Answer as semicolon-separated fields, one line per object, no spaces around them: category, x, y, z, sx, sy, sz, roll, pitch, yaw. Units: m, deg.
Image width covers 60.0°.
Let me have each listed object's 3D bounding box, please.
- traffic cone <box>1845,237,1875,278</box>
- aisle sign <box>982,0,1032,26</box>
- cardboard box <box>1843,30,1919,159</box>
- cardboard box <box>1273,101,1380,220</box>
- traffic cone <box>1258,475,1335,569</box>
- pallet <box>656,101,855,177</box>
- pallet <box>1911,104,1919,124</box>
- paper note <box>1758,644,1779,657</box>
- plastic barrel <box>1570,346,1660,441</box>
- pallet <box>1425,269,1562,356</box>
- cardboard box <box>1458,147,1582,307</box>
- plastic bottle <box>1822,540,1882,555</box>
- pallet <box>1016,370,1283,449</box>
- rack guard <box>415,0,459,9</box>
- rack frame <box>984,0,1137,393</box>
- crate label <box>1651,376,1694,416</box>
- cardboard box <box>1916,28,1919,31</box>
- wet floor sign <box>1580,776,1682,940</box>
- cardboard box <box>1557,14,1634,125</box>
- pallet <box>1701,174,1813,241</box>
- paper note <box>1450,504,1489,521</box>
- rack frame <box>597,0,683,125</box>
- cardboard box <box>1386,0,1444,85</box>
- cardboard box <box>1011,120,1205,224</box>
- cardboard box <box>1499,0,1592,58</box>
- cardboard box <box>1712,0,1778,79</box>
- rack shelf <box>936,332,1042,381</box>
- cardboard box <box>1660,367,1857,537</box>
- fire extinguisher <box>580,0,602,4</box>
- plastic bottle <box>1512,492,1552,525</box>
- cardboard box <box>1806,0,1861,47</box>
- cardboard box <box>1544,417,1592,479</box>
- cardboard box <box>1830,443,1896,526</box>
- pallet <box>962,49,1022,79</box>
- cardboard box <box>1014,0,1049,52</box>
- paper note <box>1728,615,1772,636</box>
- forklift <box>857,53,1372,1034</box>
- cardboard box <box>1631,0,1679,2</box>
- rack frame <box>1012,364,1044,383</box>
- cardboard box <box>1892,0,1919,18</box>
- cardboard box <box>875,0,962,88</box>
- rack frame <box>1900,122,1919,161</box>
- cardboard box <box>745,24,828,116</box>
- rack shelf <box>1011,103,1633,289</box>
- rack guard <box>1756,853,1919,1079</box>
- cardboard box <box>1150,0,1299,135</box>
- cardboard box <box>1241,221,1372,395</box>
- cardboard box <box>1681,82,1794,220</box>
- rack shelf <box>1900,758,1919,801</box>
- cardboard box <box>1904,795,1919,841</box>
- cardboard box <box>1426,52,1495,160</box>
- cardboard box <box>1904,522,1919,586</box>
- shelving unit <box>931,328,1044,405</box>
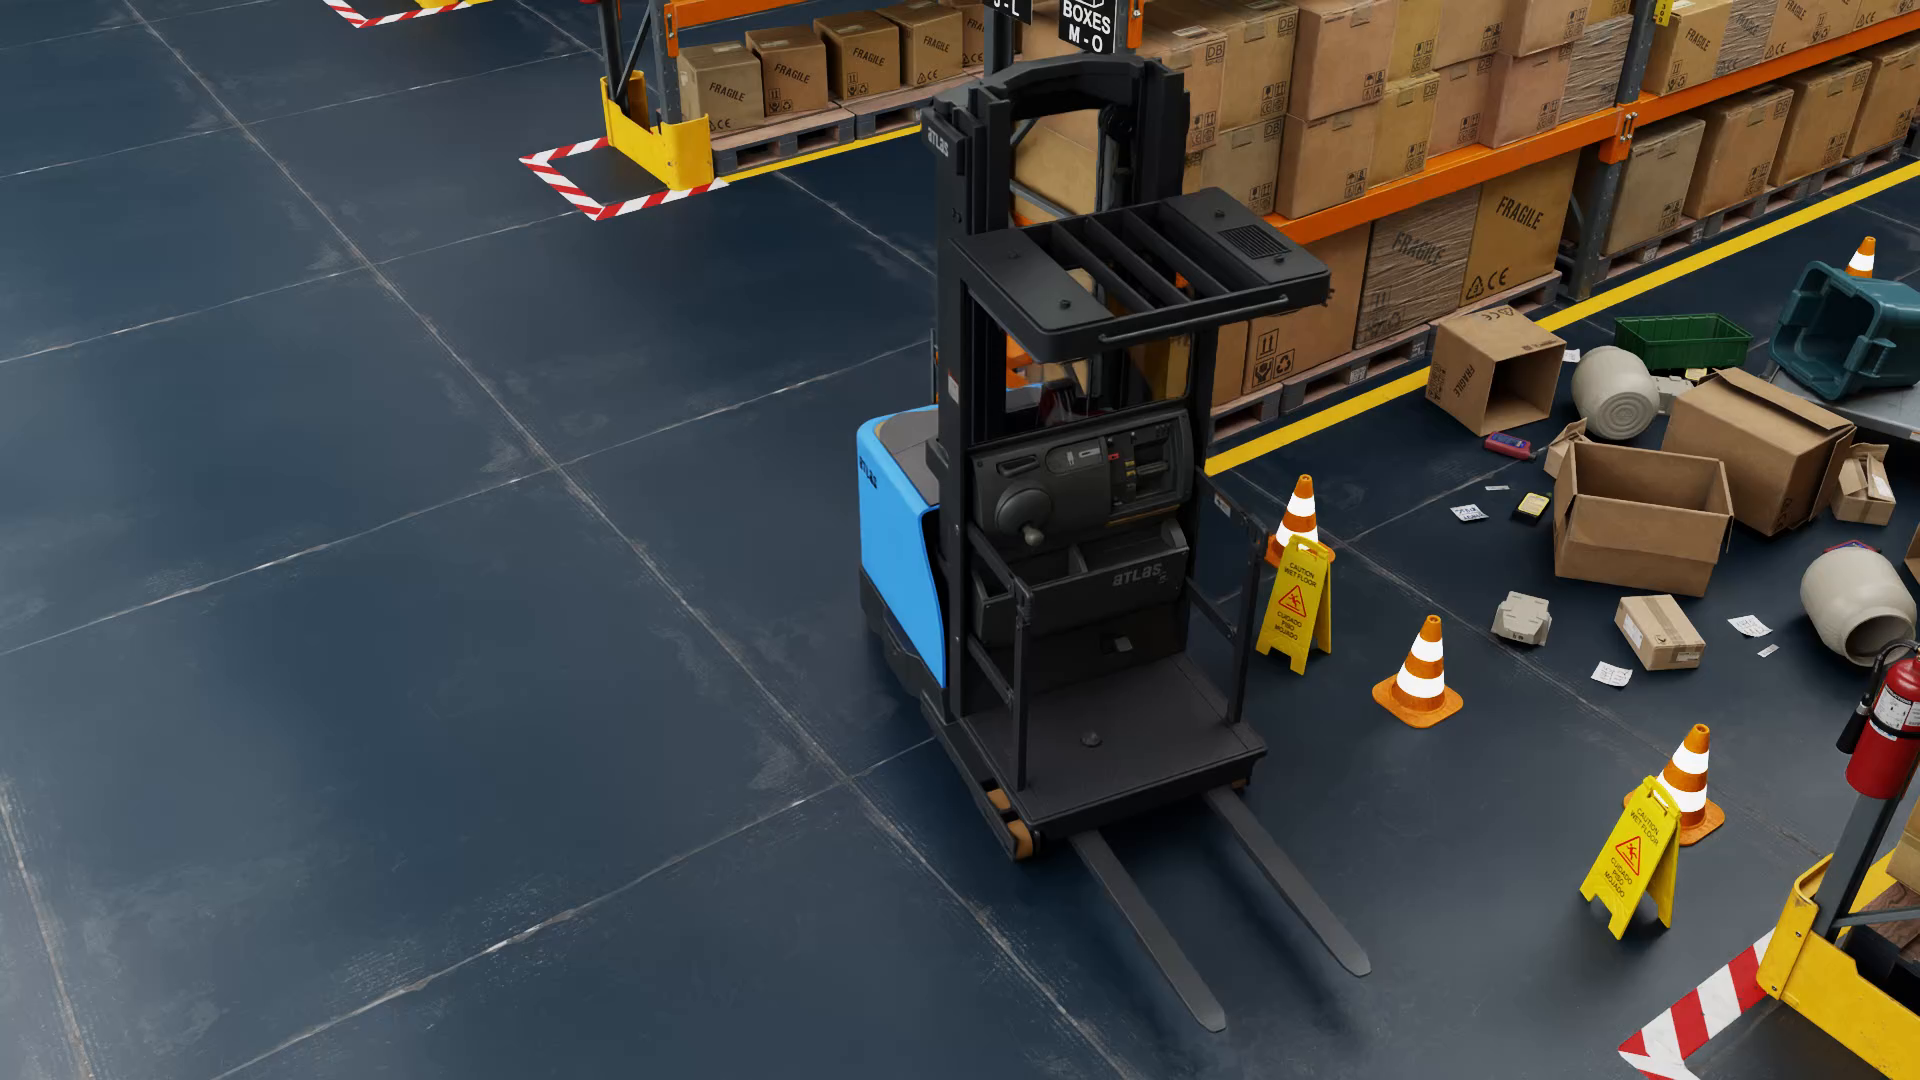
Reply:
traffic cone;5.688;-1.693;10.522;0.334;0.463;0.336;-22;41;-28
aisle sign;0.221;-2.822;7.692;0.004;0.787;0.394;-22;41;-28
cardboard box;6.442;-3.434;12.336;0.750;0.750;1.050;-23;42;-28
cardboard box;1.696;-2.179;8.895;0.550;0.550;0.875;-22;41;-28
traffic cone;1.704;-0.119;8.332;0.334;0.463;0.336;-22;41;-28
pallet;-1.576;-3.199;12.830;1.213;0.211;1.003;-22;41;-28
pallet;7.631;-3.468;13.205;1.213;0.211;1.003;-22;41;-28
paper note;3.808;0.521;7.830;0.123;0.001;0.032;-22;41;-28
plastic barrel;3.678;-0.833;9.360;0.421;0.421;0.512;3;36;4
pallet;3.055;-1.642;10.666;1.213;0.211;1.003;-22;41;-28
cardboard box;3.167;-2.123;10.406;0.875;0.875;0.875;-22;41;-27
plastic bottle;4.521;0.067;8.417;0.283;0.061;0.133;-15;38;-20
pallet;1.061;-0.822;9.525;1.213;0.211;1.003;-22;41;-28
rack guard;-5.141;-5.446;15.707;0.348;0.500;1.175;-22;41;-28
rack frame;0.452;-1.648;8.285;0.127;3.000;1.000;-22;41;-28
crate label;4.098;-0.841;9.616;0.298;0.136;0.250;9;37;12
cardboard box;7.399;-4.154;12.909;0.500;0.250;0.500;-23;42;-29
wet floor sign;2.615;1.190;6.356;0.232;0.644;0.267;-9;37;-12
cardboard box;3.427;-2.924;9.932;0.550;0.550;0.875;-22;41;-28
pallet;5.307;-2.569;11.955;1.213;0.211;1.003;-22;41;-28
paper note;2.678;-0.145;8.740;0.142;0.017;0.144;-9;37;-12
rack frame;-2.323;-4.049;11.624;0.127;3.000;1.000;-22;41;-28
cardboard box;2.068;-2.846;8.898;0.500;0.550;0.875;-22;41;-28
cardboard box;0.729;-1.855;8.445;0.550;0.550;0.875;-22;41;-28
cardboard box;3.018;-3.144;9.313;0.550;0.550;0.875;-22;41;-28
cardboard box;4.719;-3.252;10.431;0.500;0.500;0.500;-22;41;-28
rack shelf;0.135;-0.862;8.061;0.480;0.148;0.258;-22;41;-28
cardboard box;4.123;-0.478;8.681;0.503;0.637;0.797;-22;41;-28
fire extinguisher;-2.682;-4.199;11.899;0.183;0.674;0.296;-22;41;-28
plastic bottle;3.024;-0.183;8.766;0.133;0.061;0.283;22;41;28
cardboard box;5.544;-3.590;10.900;0.500;0.500;0.500;-22;41;-27
cardboard box;3.378;-0.426;8.928;0.258;0.266;0.396;-15;38;-20
cardboard box;4.754;-0.305;8.760;0.258;0.266;0.396;9;37;12
pallet;0.418;-4.019;13.971;1.213;0.211;1.003;-22;41;-28
cardboard box;0.597;-4.434;13.941;0.500;0.500;0.500;-24;42;-29
paper note;3.793;0.409;7.979;0.142;0.019;0.148;-9;37;-12
forklift;0.576;-0.178;6.300;1.130;2.935;3.031;-14;38;-19
cardboard box;4.124;-3.609;10.071;0.500;0.500;0.700;-23;42;-29
rack frame;0.335;-0.625;8.405;0.015;1.200;0.240;-22;41;-28
cardboard box;6.369;-3.932;11.376;0.500;0.500;0.500;-22;41;-28
cardboard box;-0.329;-3.992;13.326;0.500;0.500;0.500;-26;43;-32
rack frame;6.991;-4.338;12.027;0.127;3.000;1.000;-22;41;-28
cardboard box;-1.334;-3.624;12.814;0.500;0.500;0.500;-12;37;-16
rack shelf;2.087;-2.028;9.430;4.000;0.370;1.077;-22;41;-28
rack guard;3.448;1.670;5.813;0.348;0.500;1.175;-22;41;-28
cardboard box;1.174;-2.482;8.392;0.550;0.550;0.875;-22;41;-28
cardboard box;1.686;-1.512;9.557;0.875;0.875;0.875;-23;42;-29
cardboard box;4.968;-2.825;11.489;0.750;0.750;1.050;-22;41;-28
rack shelf;5.021;0.300;6.193;4.000;0.370;1.077;-22;41;-28
cardboard box;3.891;0.928;6.057;0.500;0.500;0.500;-22;41;-28
cardboard box;2.481;-2.603;9.485;0.550;0.550;0.875;-22;41;-28
cardboard box;4.996;0.060;8.049;0.500;0.500;0.500;3;36;4
shelving unit;0.135;-0.543;8.290;0.503;1.200;0.258;-22;41;-28
